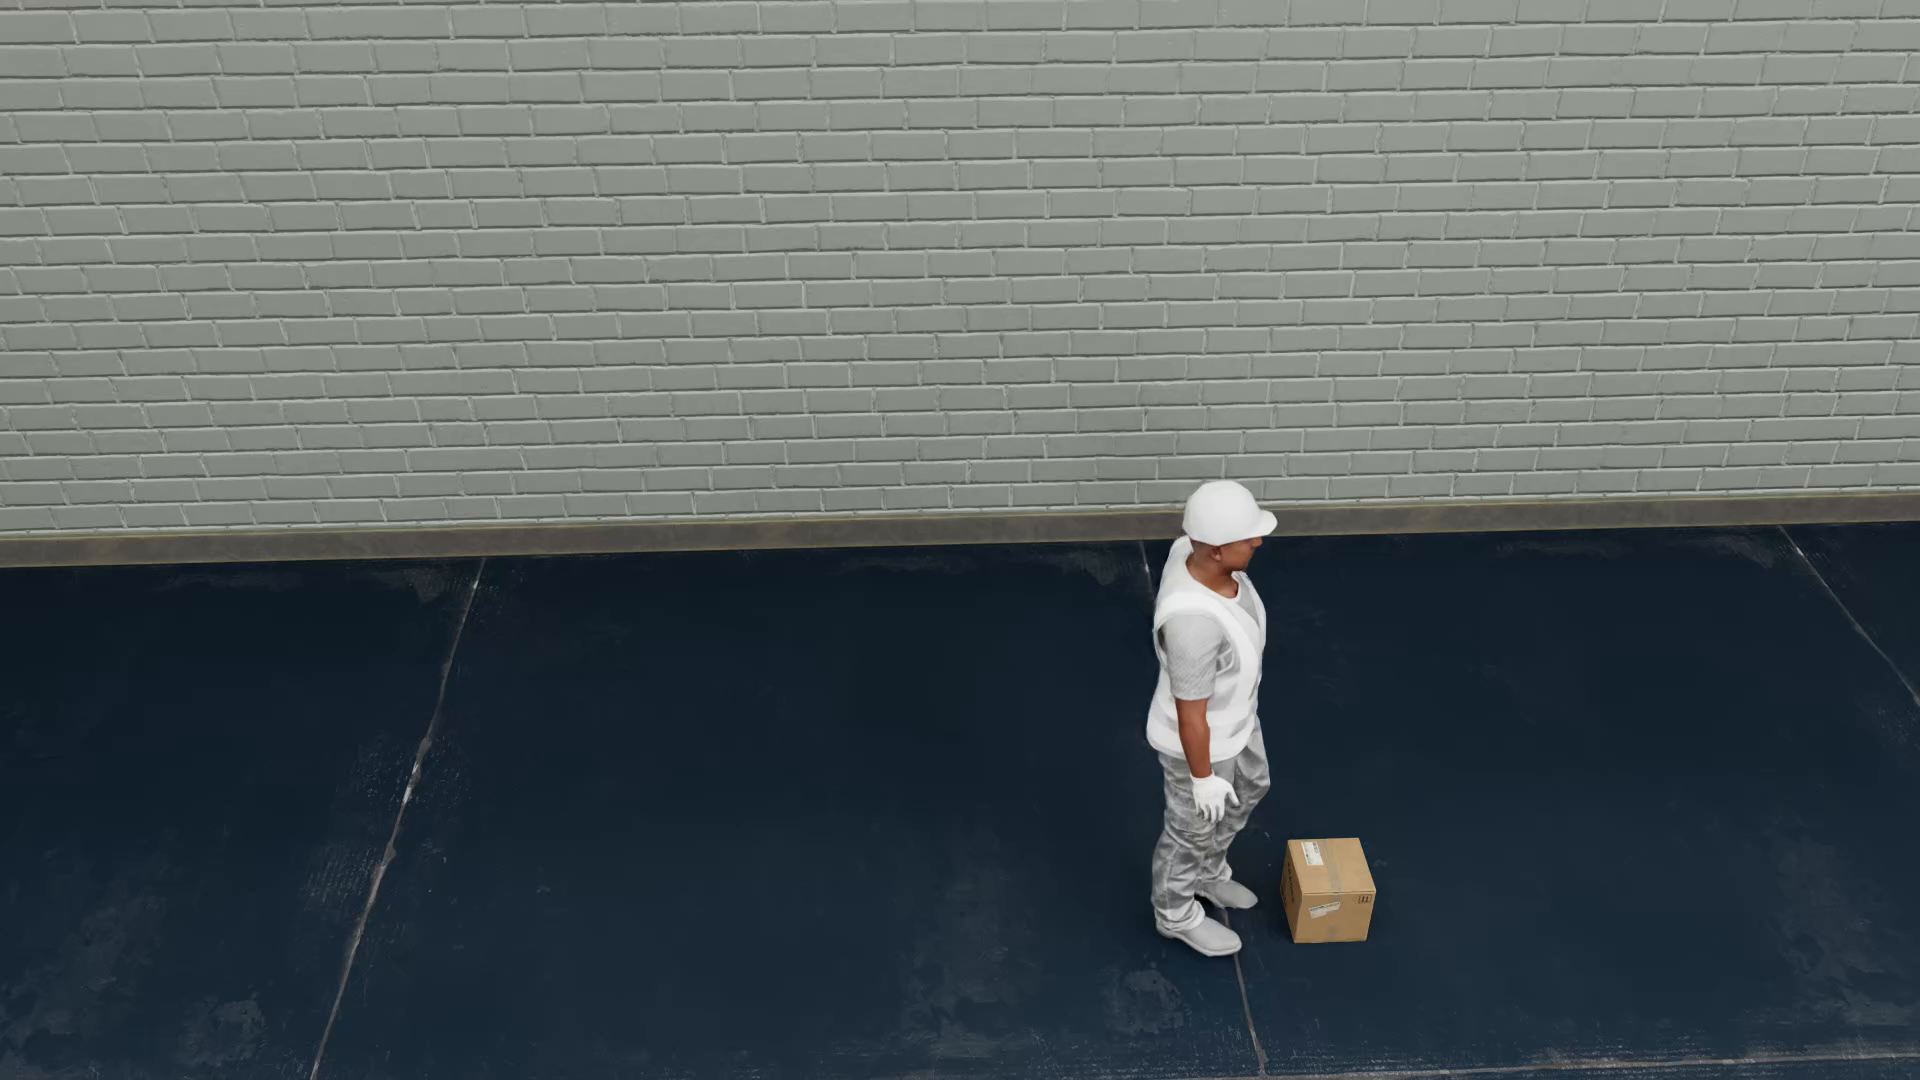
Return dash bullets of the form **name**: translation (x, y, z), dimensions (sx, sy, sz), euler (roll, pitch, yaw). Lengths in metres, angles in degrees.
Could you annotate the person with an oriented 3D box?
- **person**: translation (0.795, 0.613, 5.266), dimensions (0.426, 1.823, 0.591), euler (10, 36, 14)
